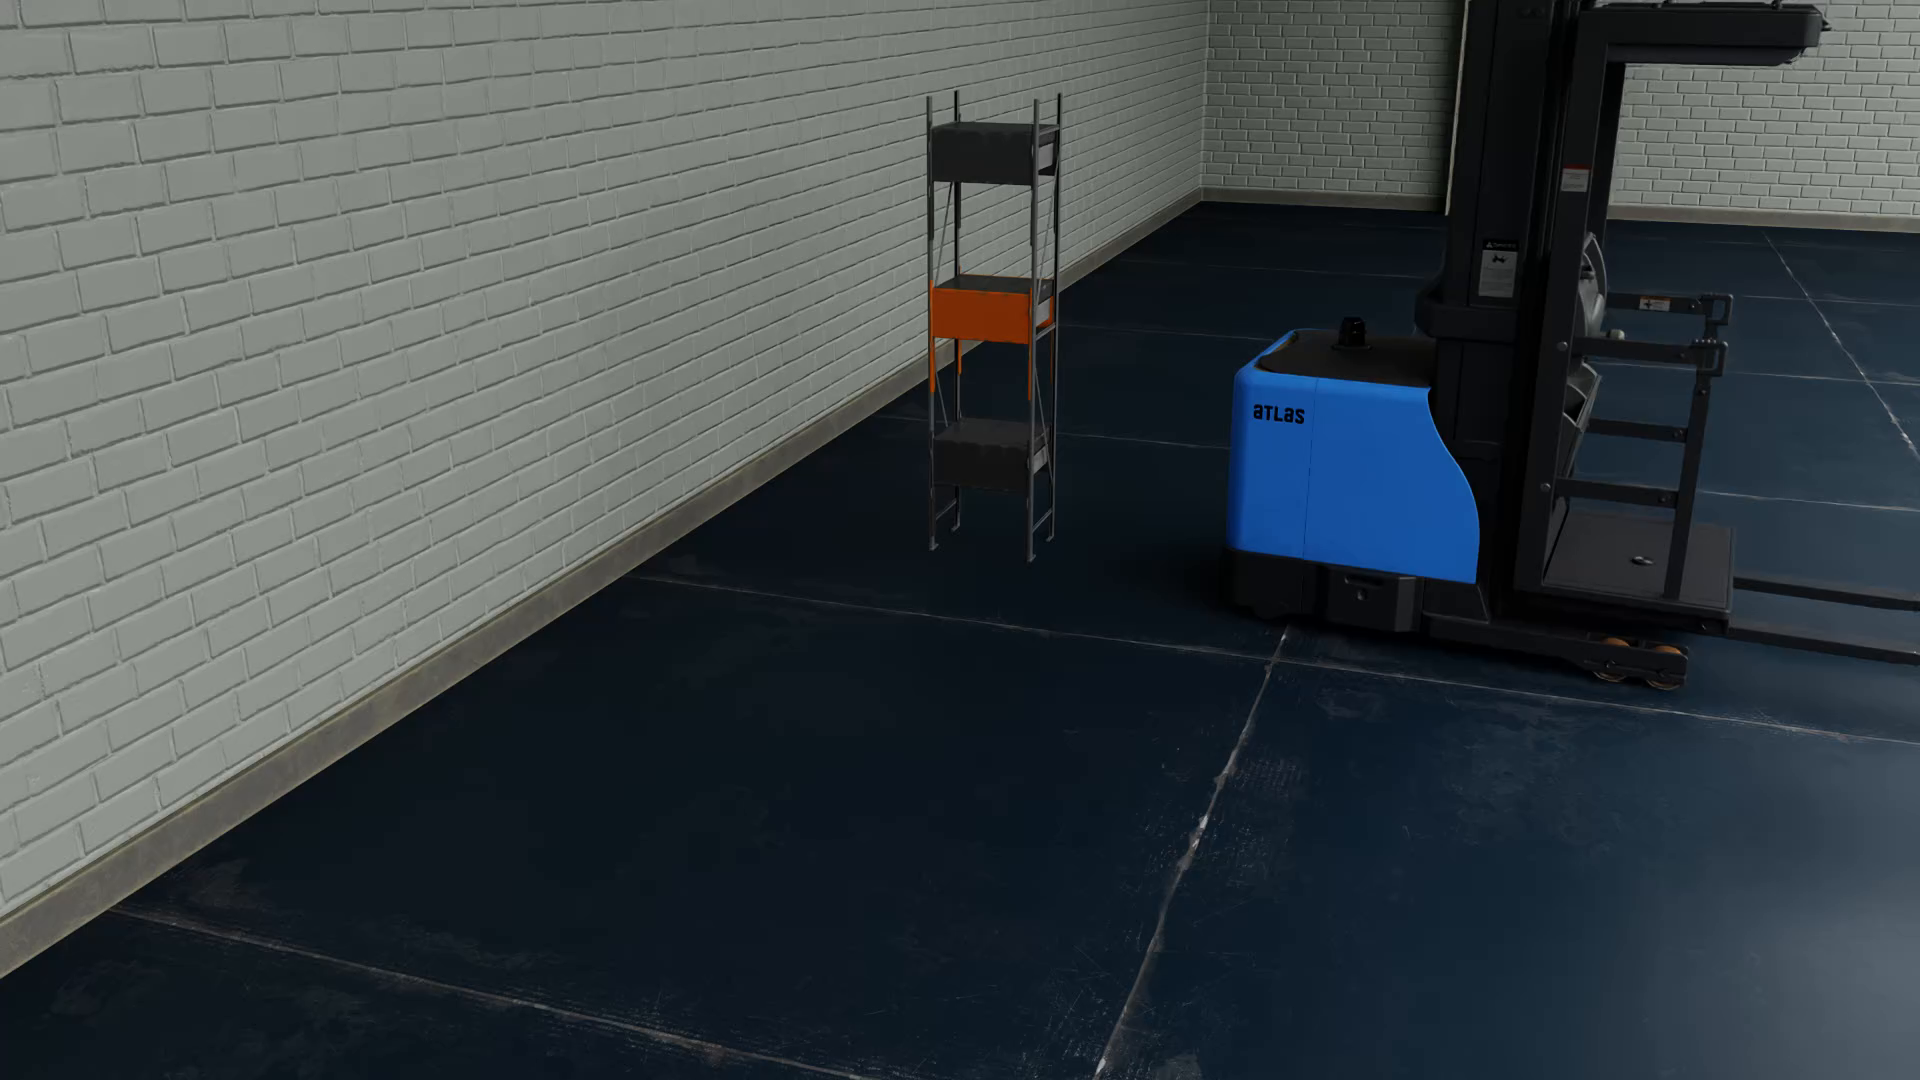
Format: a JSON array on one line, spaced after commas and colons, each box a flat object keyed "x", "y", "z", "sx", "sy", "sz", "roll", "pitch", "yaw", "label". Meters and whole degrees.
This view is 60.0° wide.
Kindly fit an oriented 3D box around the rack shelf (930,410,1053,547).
[{"x": 0.156, "y": -0.300, "z": 7.914, "sx": 0.480, "sy": 0.518, "sz": 0.431, "roll": 7, "pitch": 20, "yaw": 18, "label": "rack shelf"}]

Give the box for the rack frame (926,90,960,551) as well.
[{"x": -0.074, "y": -1.000, "z": 7.755, "sx": 0.015, "sy": 2.100, "sz": 0.400, "roll": 7, "pitch": 20, "yaw": 18, "label": "rack frame"}]

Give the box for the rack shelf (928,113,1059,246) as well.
[{"x": 0.156, "y": -1.622, "z": 7.453, "sx": 0.480, "sy": 0.518, "sz": 0.431, "roll": 7, "pitch": 20, "yaw": 18, "label": "rack shelf"}]

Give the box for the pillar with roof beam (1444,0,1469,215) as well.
[{"x": 4.177, "y": -6.526, "z": 13.128, "sx": 0.400, "sy": 9.000, "sz": 9.100, "roll": 7, "pitch": 20, "yaw": 18, "label": "pillar with roof beam"}]

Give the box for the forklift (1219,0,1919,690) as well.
[{"x": 2.676, "y": -1.004, "z": 6.505, "sx": 3.031, "sy": 2.935, "sz": 1.130, "roll": 9, "pitch": 21, "yaw": 23, "label": "forklift"}]

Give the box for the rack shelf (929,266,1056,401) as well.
[{"x": 0.156, "y": -0.961, "z": 7.684, "sx": 0.480, "sy": 0.518, "sz": 0.431, "roll": 7, "pitch": 20, "yaw": 18, "label": "rack shelf"}]

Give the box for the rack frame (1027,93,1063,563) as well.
[{"x": 0.387, "y": -0.947, "z": 7.604, "sx": 0.015, "sy": 2.100, "sz": 0.400, "roll": 7, "pitch": 20, "yaw": 18, "label": "rack frame"}]

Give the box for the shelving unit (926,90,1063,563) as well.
[{"x": 0.156, "y": -0.974, "z": 7.679, "sx": 0.503, "sy": 2.100, "sz": 0.431, "roll": 7, "pitch": 20, "yaw": 18, "label": "shelving unit"}]
